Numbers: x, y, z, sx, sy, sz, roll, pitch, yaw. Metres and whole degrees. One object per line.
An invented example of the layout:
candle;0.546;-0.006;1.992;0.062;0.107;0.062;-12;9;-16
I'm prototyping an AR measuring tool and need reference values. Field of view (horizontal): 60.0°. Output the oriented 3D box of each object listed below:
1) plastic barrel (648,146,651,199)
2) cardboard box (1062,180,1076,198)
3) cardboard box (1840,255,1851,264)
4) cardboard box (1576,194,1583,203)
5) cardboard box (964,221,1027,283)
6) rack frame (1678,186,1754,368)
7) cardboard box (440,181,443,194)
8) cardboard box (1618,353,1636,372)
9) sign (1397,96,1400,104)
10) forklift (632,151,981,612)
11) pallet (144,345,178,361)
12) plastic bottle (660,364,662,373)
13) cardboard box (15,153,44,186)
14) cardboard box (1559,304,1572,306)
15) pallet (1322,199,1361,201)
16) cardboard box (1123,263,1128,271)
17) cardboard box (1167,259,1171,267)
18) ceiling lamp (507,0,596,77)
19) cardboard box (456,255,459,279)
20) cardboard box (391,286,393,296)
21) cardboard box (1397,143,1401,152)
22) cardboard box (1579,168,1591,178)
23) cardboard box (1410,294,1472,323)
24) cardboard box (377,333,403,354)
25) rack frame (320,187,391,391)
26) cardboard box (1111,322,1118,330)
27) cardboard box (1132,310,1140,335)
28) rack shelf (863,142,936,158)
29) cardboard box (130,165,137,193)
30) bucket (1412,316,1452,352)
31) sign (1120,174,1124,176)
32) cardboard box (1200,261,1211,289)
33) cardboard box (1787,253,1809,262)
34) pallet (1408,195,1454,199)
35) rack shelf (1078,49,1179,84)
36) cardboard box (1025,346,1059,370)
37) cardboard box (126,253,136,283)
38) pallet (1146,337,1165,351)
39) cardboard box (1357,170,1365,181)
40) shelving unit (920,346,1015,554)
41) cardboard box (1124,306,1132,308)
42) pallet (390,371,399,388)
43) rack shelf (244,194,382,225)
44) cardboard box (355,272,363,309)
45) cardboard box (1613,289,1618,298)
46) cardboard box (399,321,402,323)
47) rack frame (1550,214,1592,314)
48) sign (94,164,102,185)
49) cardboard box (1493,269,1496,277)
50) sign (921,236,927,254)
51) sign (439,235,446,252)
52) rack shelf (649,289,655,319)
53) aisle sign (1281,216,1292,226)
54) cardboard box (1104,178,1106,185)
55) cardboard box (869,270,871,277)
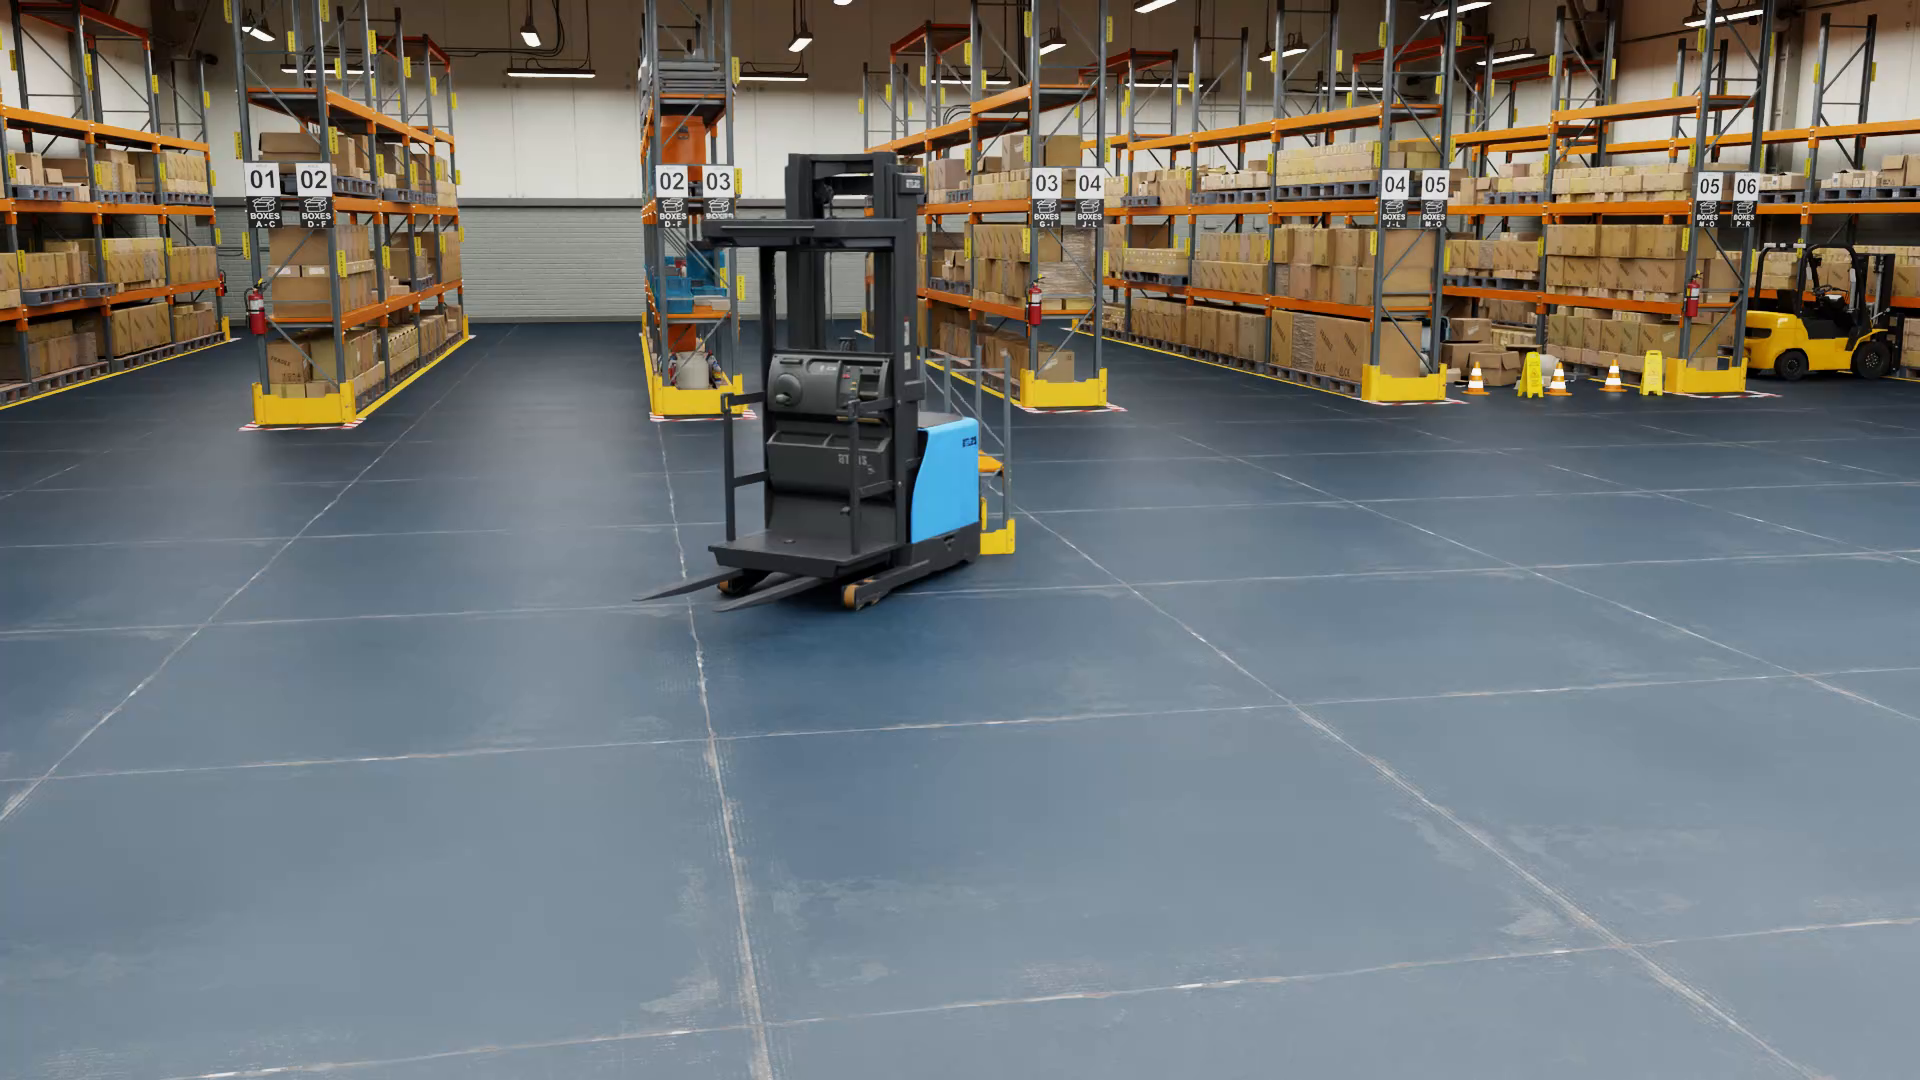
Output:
plastic barrel;-4.503;-5.687;25.689;0.600;0.901;0.708;-2;11;-11
cardboard box;1.605;-4.826;22.907;0.500;0.250;0.500;-2;11;-9
cardboard box;15.165;-4.761;28.185;0.380;0.149;0.250;-2;11;-10
cardboard box;10.361;-5.615;27.322;0.380;0.149;0.250;-2;11;-11
cardboard box;0.650;-4.713;27.211;1.000;1.000;1.000;-2;11;-11
rack frame;11.166;-3.688;24.553;1.000;3.000;0.127;-2;11;-11
cardboard box;-10.557;-7.005;33.018;0.500;0.250;0.500;-2;11;-11
cardboard box;10.652;-2.778;25.999;0.500;0.250;0.500;-2;11;-11
sign;9.362;-9.356;35.576;0.100;0.325;0.005;-2;11;-11
forklift;-0.989;-1.082;11.041;1.130;2.935;3.031;6;12;28
pallet;-15.241;-3.480;30.915;1.003;0.211;1.213;-2;11;-11
plastic bottle;-4.241;-2.371;23.721;0.061;0.283;0.133;-2;11;-10
cardboard box;-14.177;-5.580;25.076;0.500;0.500;0.500;-3;11;-13
cardboard box;13.574;-4.952;36.753;0.500;0.500;0.500;-2;11;-9
pallet;8.683;-7.470;36.634;1.003;0.211;1.213;-2;11;-11
cardboard box;3.622;-5.685;34.590;0.380;0.149;0.250;-3;11;-14
cardboard box;4.178;-5.309;31.821;0.380;0.149;0.250;-2;11;-9
ceiling lamp;-9.452;-12.300;38.142;2.000;3.185;0.800;-2;11;-11
cardboard box;-10.926;-5.785;35.300;0.500;0.500;0.500;-2;11;-11
cardboard box;-9.525;-4.080;27.285;0.380;0.149;0.250;-1;11;-7
cardboard box;6.479;-5.653;24.000;0.380;0.149;0.250;-2;11;-12
cardboard box;10.276;-5.950;26.950;0.380;0.149;0.250;-2;11;-11
cardboard box;9.557;-4.448;33.103;0.875;0.875;0.875;-2;11;-12
cardboard box;-9.081;-3.105;26.218;0.500;0.311;0.500;-2;11;-13
rack frame;-9.051;-3.702;24.625;1.000;3.000;0.127;-2;11;-11
cardboard box;3.502;-4.653;36.122;0.380;0.149;0.250;-2;11;-13
cardboard box;3.880;-4.524;34.505;0.500;0.500;0.500;-2;11;-9
rack shelf;-1.278;-8.293;35.694;1.077;0.370;4.000;-2;11;-11
cardboard box;-15.402;-6.562;30.184;0.700;0.500;0.500;-3;11;-14
bucket;7.840;-3.421;27.837;0.726;0.611;0.620;2;1;9
sign;3.766;-8.349;38.651;0.100;0.325;0.005;-2;11;-11
cardboard box;4.698;-4.821;30.236;0.500;0.500;0.500;-2;11;-12
cardboard box;14.972;-5.026;29.576;0.380;0.149;0.250;-2;11;-9
pallet;9.433;-6.653;32.609;1.213;0.211;1.003;-2;11;-8
rack shelf;3.607;-10.284;36.196;1.077;0.370;4.000;-2;11;-11
cardboard box;1.190;-2.530;24.028;0.500;0.500;0.500;1;11;4
cardboard box;-14.719;-4.746;28.992;0.500;0.500;0.500;-2;11;-11
pallet;4.390;-3.954;33.406;1.003;0.211;1.213;-2;11;-11
cardboard box;5.885;-5.190;23.703;0.380;0.149;0.250;-2;11;-11
shelving unit;0.024;-0.727;13.003;0.587;1.500;1.083;-2;11;-11
cardboard box;3.863;-5.100;36.882;0.380;0.149;0.250;-3;11;-13
pallet;-9.232;-2.466;25.588;1.003;0.211;1.213;-2;11;-11
rack shelf;-8.662;-4.455;22.484;1.077;0.370;4.000;-2;11;-11
cardboard box;-8.756;-3.481;23.198;0.700;0.500;0.500;-2;11;-10
cardboard box;10.605;-3.907;26.372;0.380;0.149;0.250;-2;11;-11
cardboard box;-10.341;-3.682;30.027;0.500;0.500;0.500;-3;11;-13
rack frame;13.700;-6.070;37.068;1.000;3.000;0.127;-2;11;-11
sign;-14.154;-6.002;27.302;0.100;0.325;0.005;-2;11;-11
cardboard box;9.882;-4.829;30.094;0.380;0.149;0.250;-3;11;-13
sign;-0.655;-5.343;30.151;0.100;0.325;0.005;-2;11;-11
sign;-10.063;-5.759;32.335;0.100;0.325;0.005;-2;11;-11
rack shelf;-4.580;-3.895;27.562;1.077;0.370;4.000;-2;11;-11
aisle sign;7.756;-7.903;39.741;0.394;0.787;0.004;-2;11;-11
cardboard box;3.321;-7.861;36.453;0.380;0.149;0.250;-2;11;-12
cardboard box;-1.820;-5.968;37.202;0.380;0.149;0.250;-2;11;-12
